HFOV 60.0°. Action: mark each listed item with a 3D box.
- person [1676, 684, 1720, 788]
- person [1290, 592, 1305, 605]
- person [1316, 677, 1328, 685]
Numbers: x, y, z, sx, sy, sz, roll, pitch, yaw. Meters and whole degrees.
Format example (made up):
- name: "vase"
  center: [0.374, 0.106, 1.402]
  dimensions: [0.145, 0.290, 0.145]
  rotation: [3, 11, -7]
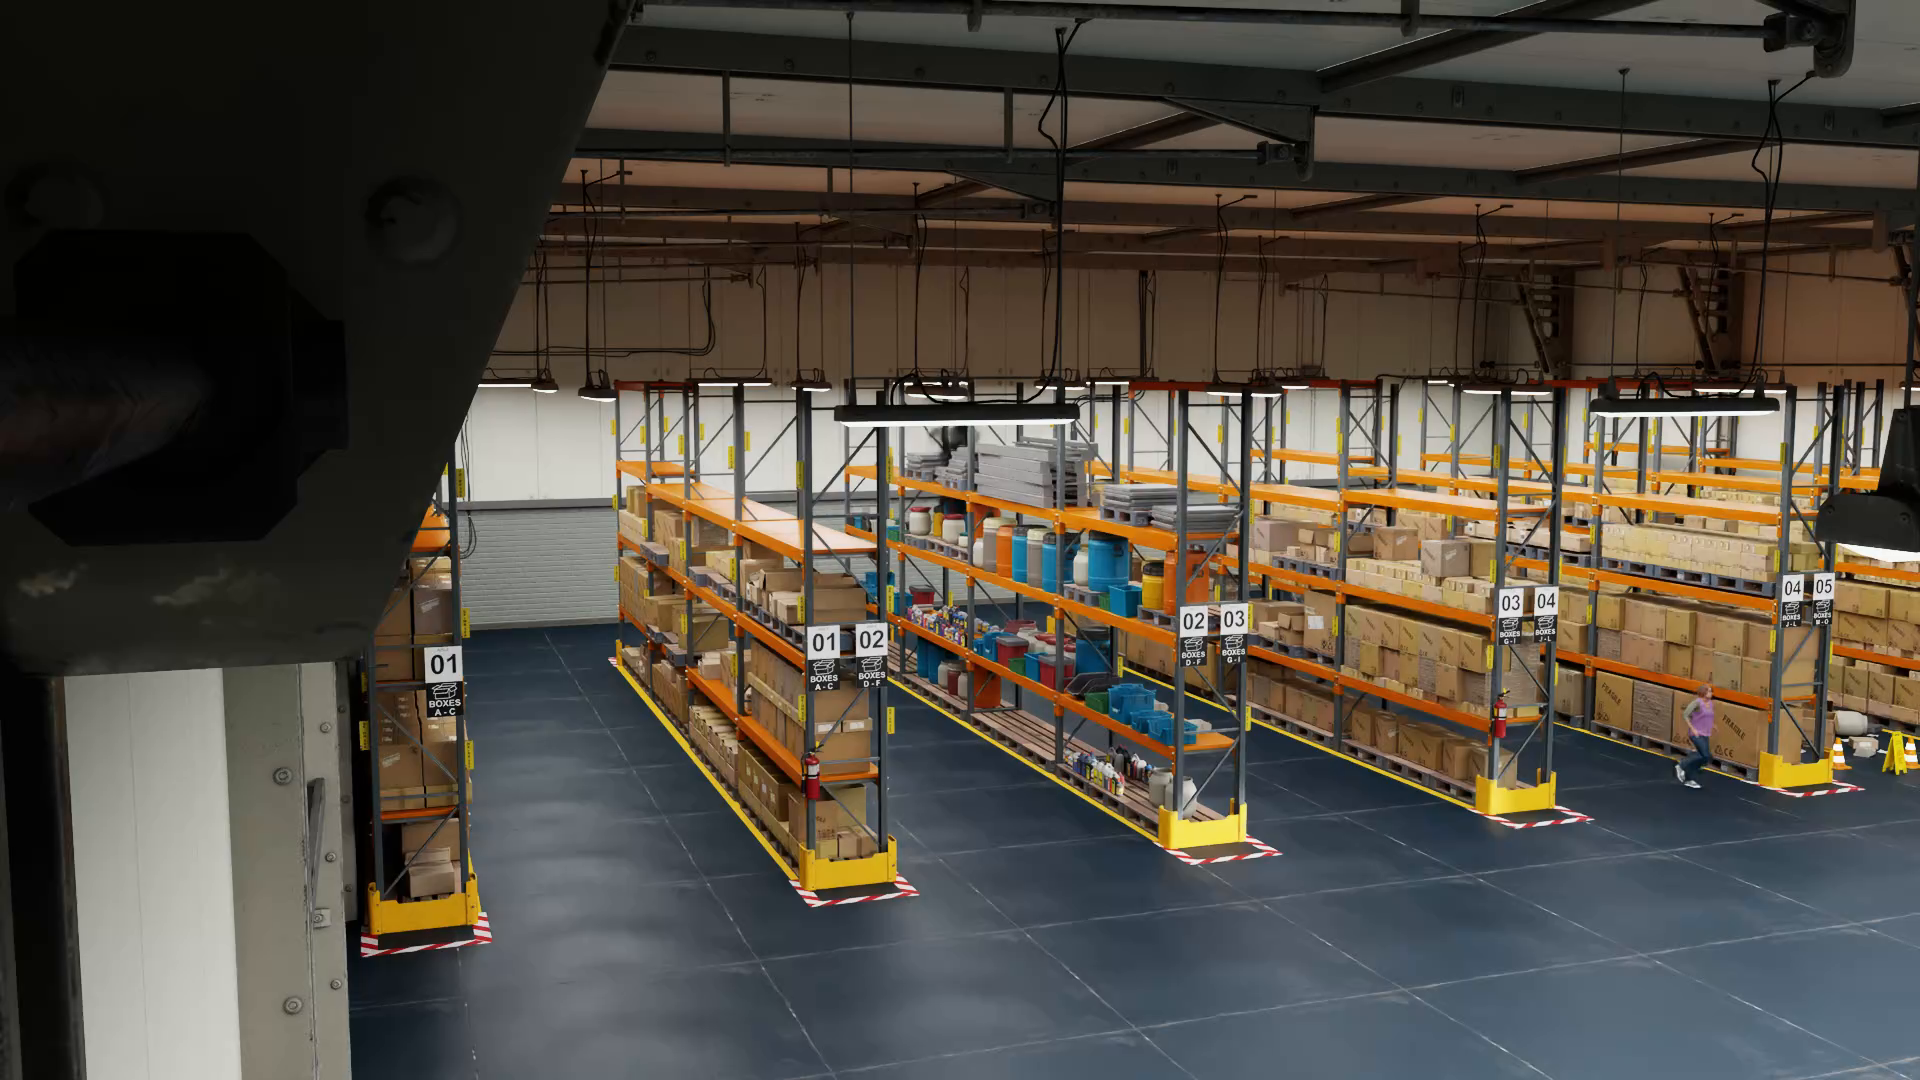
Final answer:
- name: "person"
  center: [11.116, 2.931, 24.936]
  dimensions: [0.557, 1.542, 0.514]
  rotation: [-4, 7, -36]
- name: "person"
  center: [8.573, 1.118, 41.938]
  dimensions: [0.702, 1.619, 0.542]
  rotation: [-2, 6, -15]
- name: "person"
  center: [6.983, 2.202, 31.217]
  dimensions: [0.609, 1.666, 0.863]
  rotation: [-2, 7, -22]
